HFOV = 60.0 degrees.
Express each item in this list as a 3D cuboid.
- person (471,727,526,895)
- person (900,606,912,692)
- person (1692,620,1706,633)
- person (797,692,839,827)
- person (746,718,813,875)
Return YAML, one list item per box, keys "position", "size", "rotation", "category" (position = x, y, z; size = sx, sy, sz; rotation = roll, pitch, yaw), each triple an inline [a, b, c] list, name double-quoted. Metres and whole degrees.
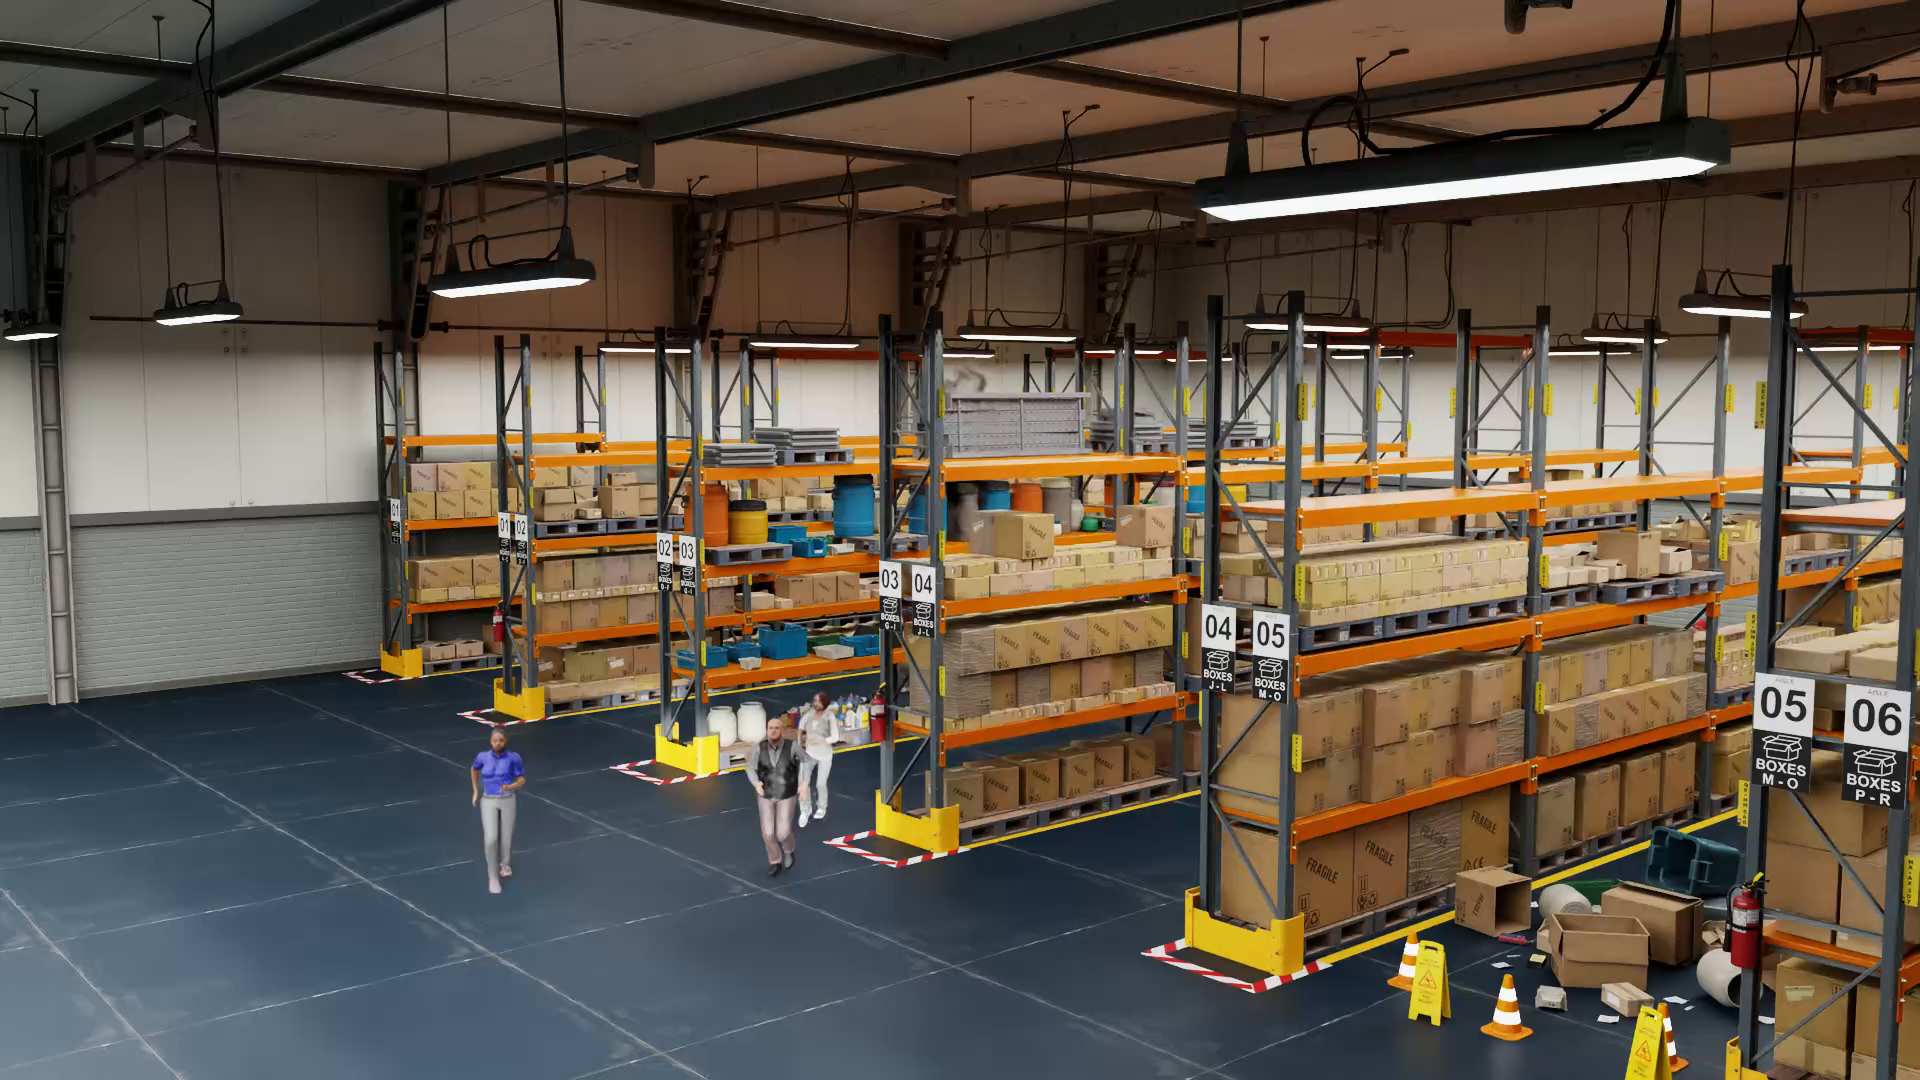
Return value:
- position: [-4.768, 2.783, 17.205]
  size: [0.537, 1.712, 0.827]
  rotation: [-2, 5, -17]
  category: "person"
- position: [-0.921, 1.778, 28.304]
  size: [0.561, 1.621, 0.584]
  rotation: [4, 7, 37]
  category: "person"
- position: [10.900, 2.055, 24.526]
  size: [0.634, 1.751, 0.673]
  rotation: [-4, 6, -34]
  category: "person"
- position: [-1.686, 2.591, 19.710]
  size: [0.545, 1.602, 0.613]
  rotation: [1, 5, 10]
  category: "person"
- position: [-1.923, 2.726, 17.577]
  size: [0.692, 1.686, 0.584]
  rotation: [0, 5, 3]
  category: "person"
